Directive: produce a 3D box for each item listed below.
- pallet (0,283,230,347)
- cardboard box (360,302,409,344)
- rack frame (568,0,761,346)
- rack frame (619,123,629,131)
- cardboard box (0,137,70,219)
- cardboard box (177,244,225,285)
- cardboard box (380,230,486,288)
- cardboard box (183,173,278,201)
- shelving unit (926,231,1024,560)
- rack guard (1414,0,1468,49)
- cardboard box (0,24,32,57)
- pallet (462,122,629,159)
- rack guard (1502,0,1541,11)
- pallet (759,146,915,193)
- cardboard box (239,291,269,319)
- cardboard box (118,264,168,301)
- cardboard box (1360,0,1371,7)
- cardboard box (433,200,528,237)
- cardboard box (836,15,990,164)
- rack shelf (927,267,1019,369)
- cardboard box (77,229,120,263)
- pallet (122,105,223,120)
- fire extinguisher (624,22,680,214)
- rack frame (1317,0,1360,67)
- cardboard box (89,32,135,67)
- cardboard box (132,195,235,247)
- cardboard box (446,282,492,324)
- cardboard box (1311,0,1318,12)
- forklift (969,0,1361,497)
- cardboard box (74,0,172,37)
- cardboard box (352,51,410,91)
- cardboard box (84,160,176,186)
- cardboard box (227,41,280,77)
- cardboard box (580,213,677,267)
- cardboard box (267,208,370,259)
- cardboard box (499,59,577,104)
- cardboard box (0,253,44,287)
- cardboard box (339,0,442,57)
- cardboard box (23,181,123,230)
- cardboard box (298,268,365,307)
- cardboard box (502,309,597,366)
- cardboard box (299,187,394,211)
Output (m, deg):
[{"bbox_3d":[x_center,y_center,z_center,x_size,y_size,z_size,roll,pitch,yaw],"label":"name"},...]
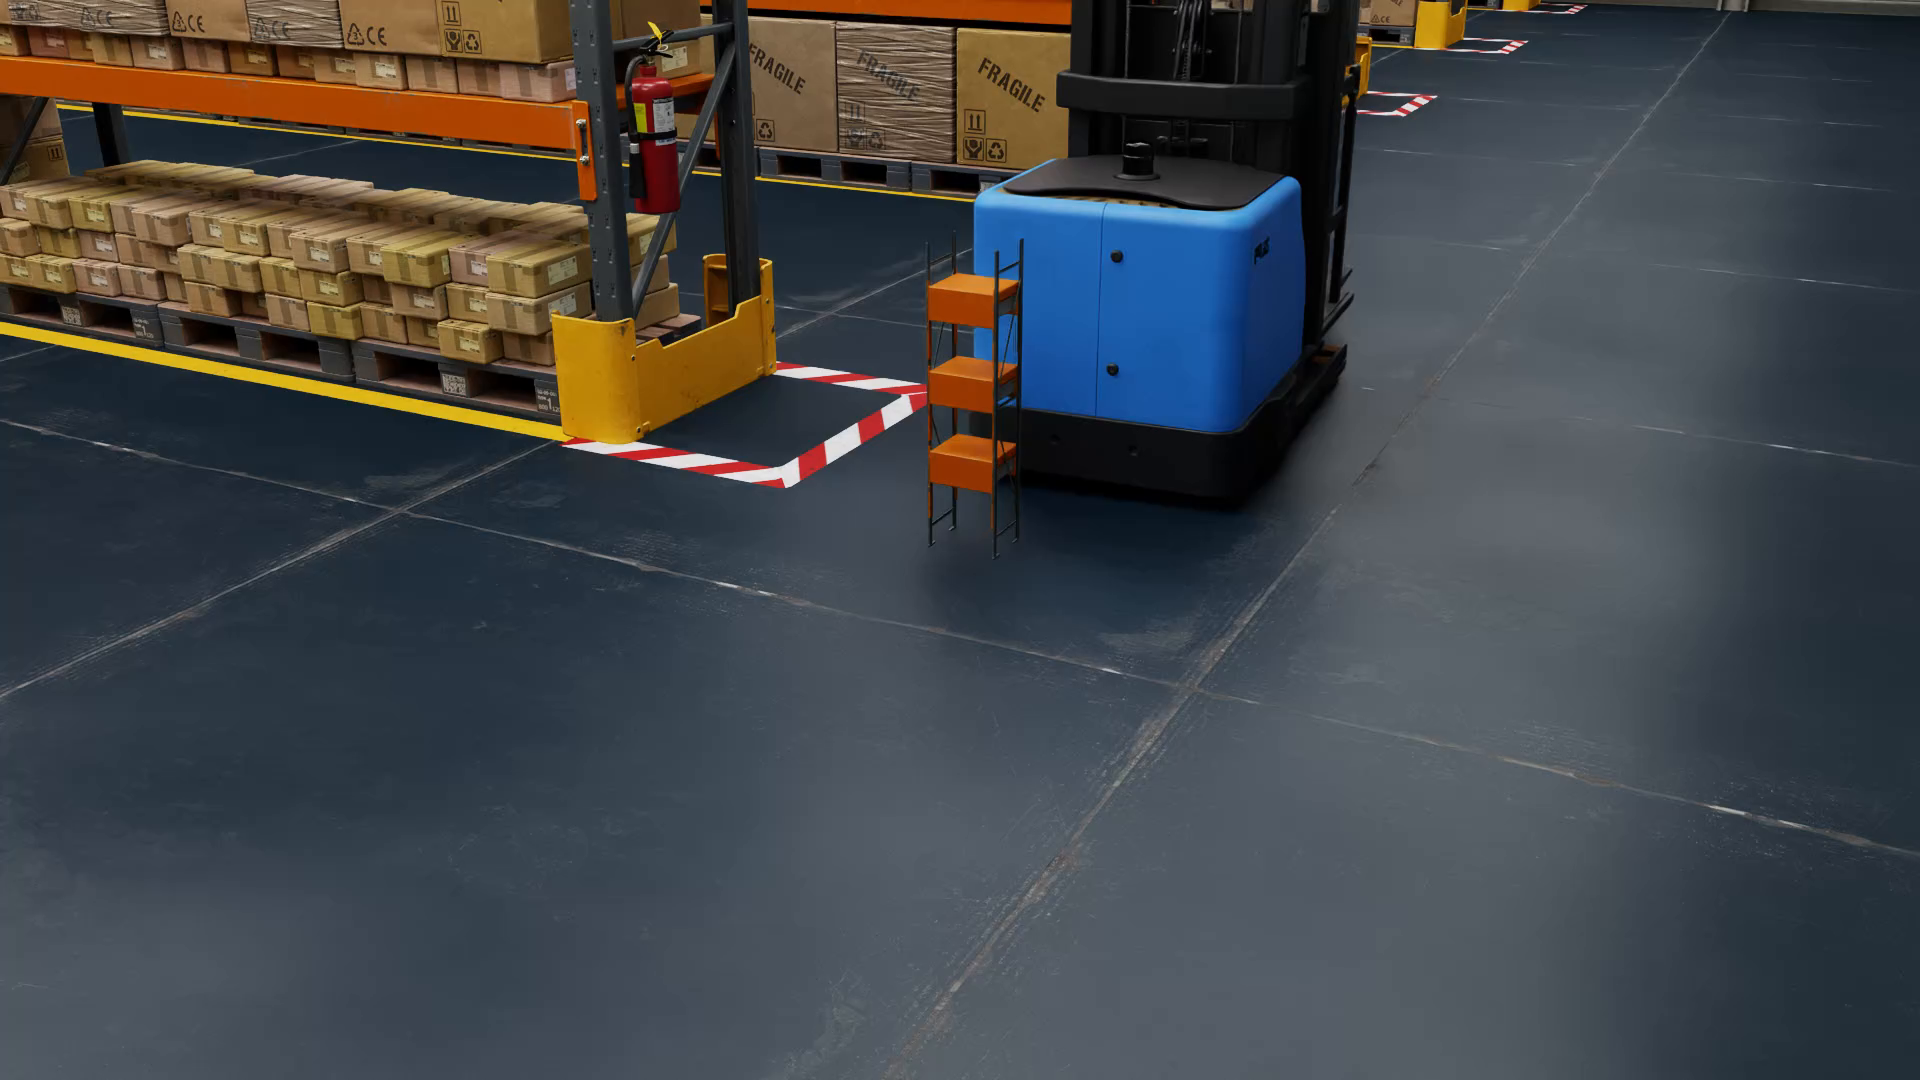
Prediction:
[{"bbox_3d":[-4.114,-1.290,8.513,1.213,0.211,1.003,11,25,25],"label":"pallet"},{"bbox_3d":[-2.422,-1.000,7.375,0.250,0.149,0.380,11,26,25],"label":"cardboard box"},{"bbox_3d":[-1.159,-1.973,6.557,0.127,3.000,1.000,11,25,25],"label":"rack frame"},{"bbox_3d":[-2.401,-4.394,12.249,0.127,3.000,1.000,11,25,25],"label":"rack frame"},{"bbox_3d":[-5.269,-1.945,9.149,0.500,0.500,0.500,12,26,27],"label":"cardboard box"},{"bbox_3d":[-3.379,-1.306,7.714,0.250,0.149,0.380,11,25,24],"label":"cardboard box"},{"bbox_3d":[-2.233,-1.199,7.082,0.250,0.149,0.380,11,25,23],"label":"cardboard box"},{"bbox_3d":[-3.626,-1.717,8.300,0.250,0.149,0.380,12,26,26],"label":"cardboard box"},{"bbox_3d":[0.048,-0.474,5.522,0.252,1.050,0.215,11,25,25],"label":"shelving unit"},{"bbox_3d":[5.574,-6.010,19.243,0.348,0.500,1.175,11,25,25],"label":"rack guard"},{"bbox_3d":[-4.360,-2.380,7.834,0.250,0.149,0.380,12,26,26],"label":"cardboard box"},{"bbox_3d":[-3.124,-3.220,13.053,1.213,0.211,1.003,11,25,25],"label":"pallet"},{"bbox_3d":[7.895,-7.723,23.271,0.348,0.500,1.175,11,25,25],"label":"rack guard"},{"bbox_3d":[-0.665,-2.734,11.909,1.213,0.211,1.003,11,25,25],"label":"pallet"},{"bbox_3d":[-3.104,-1.150,7.726,0.250,0.149,0.380,12,26,26],"label":"cardboard box"},{"bbox_3d":[-3.817,-1.284,8.043,0.250,0.149,0.380,11,25,23],"label":"cardboard box"},{"bbox_3d":[4.838,-6.367,19.840,0.500,0.250,0.500,11,25,25],"label":"cardboard box"},{"bbox_3d":[-2.200,-1.450,7.673,0.250,0.149,0.380,10,25,22],"label":"cardboard box"},{"bbox_3d":[-0.251,-3.149,11.499,0.875,0.875,0.875,11,25,25],"label":"cardboard box"},{"bbox_3d":[0.048,-0.725,5.415,0.240,0.259,0.215,11,25,25],"label":"rack shelf"},{"bbox_3d":[-4.050,-1.478,8.119,0.250,0.149,0.380,11,25,24],"label":"cardboard box"},{"bbox_3d":[-6.667,-3.955,14.781,1.213,0.211,1.003,11,25,25],"label":"pallet"},{"bbox_3d":[-1.143,-1.560,6.161,0.183,0.674,0.296,11,25,25],"label":"fire extinguisher"},{"bbox_3d":[3.403,-5.417,14.655,0.127,3.000,1.000,11,25,25],"label":"rack frame"},{"bbox_3d":[-3.663,-2.234,7.490,0.250,0.149,0.380,12,26,26],"label":"cardboard box"},{"bbox_3d":[-3.615,-1.493,7.774,0.250,0.149,0.380,12,26,26],"label":"cardboard box"},{"bbox_3d":[-1.968,-1.050,7.112,0.250,0.149,0.380,11,25,23],"label":"cardboard box"},{"bbox_3d":[4.211,-6.272,19.616,0.500,0.250,0.500,11,25,25],"label":"cardboard box"},{"bbox_3d":[1.083,-2.046,6.815,1.130,2.935,3.031,10,25,21],"label":"forklift"},{"bbox_3d":[-3.523,-2.500,7.289,0.500,0.500,0.500,11,25,23],"label":"cardboard box"},{"bbox_3d":[-2.252,-1.949,6.822,0.250,0.149,0.380,12,26,26],"label":"cardboard box"},{"bbox_3d":[-4.294,-1.862,8.643,0.250,0.149,0.380,12,26,26],"label":"cardboard box"},{"bbox_3d":[-2.932,-2.116,7.213,0.250,0.149,0.380,12,26,25],"label":"cardboard box"},{"bbox_3d":[-1.474,-1.339,7.412,0.250,0.149,0.380,10,25,22],"label":"cardboard box"},{"bbox_3d":[-2.886,-1.380,7.508,0.250,0.149,0.380,10,25,23],"label":"cardboard box"},{"bbox_3d":[-1.578,-1.816,6.509,0.250,0.149,0.380,11,25,25],"label":"cardboard box"},{"bbox_3d":[-4.549,-1.384,8.278,0.250,0.149,0.380,10,25,22],"label":"cardboard box"},{"bbox_3d":[-2.134,-2.238,6.672,0.500,0.500,0.500,11,25,24],"label":"cardboard box"},{"bbox_3d":[-4.296,-1.632,8.100,0.250,0.149,0.380,13,26,27],"label":"cardboard box"},{"bbox_3d":[-2.692,-1.163,7.378,0.250,0.149,0.380,12,26,25],"label":"cardboard box"},{"bbox_3d":[-1.723,-0.874,7.080,0.250,0.149,0.380,12,26,25],"label":"cardboard box"},{"bbox_3d":[-2.925,-1.576,7.968,0.250,0.149,0.380,11,26,25],"label":"cardboard box"}]
